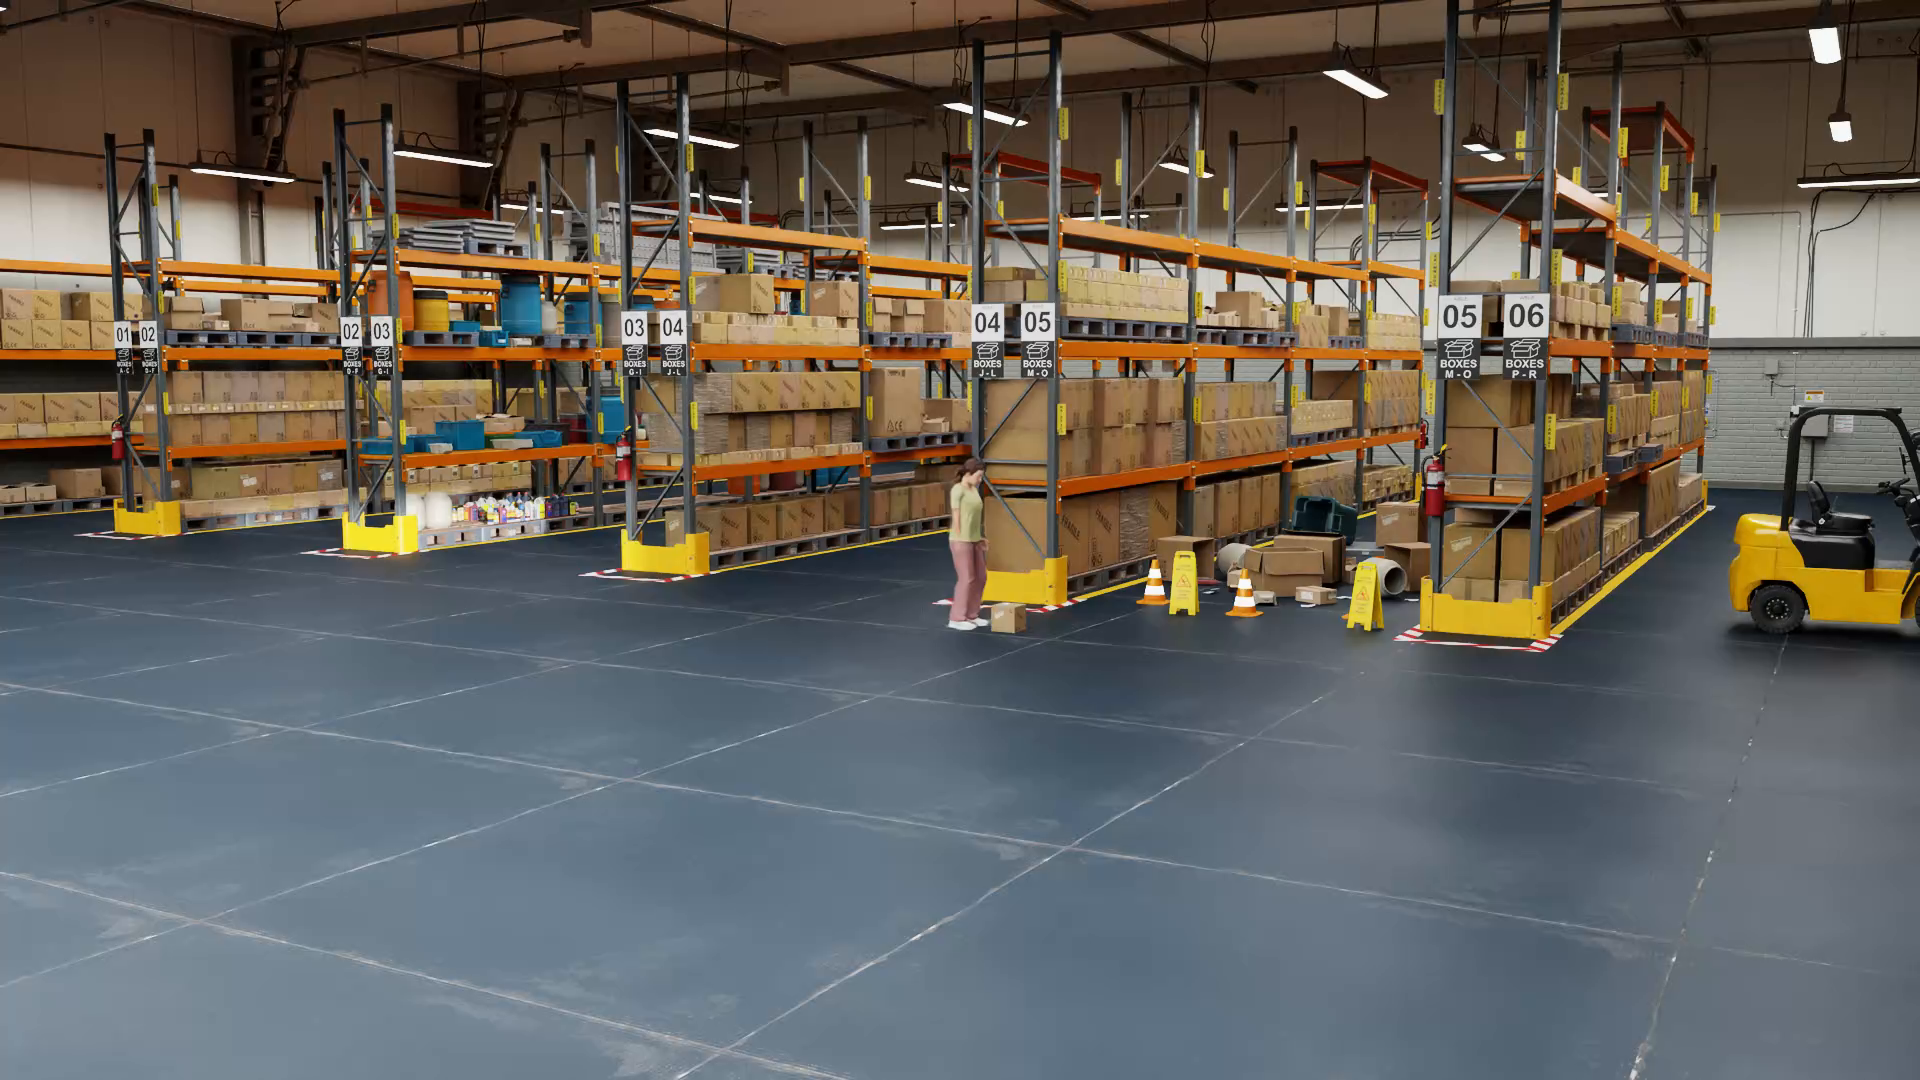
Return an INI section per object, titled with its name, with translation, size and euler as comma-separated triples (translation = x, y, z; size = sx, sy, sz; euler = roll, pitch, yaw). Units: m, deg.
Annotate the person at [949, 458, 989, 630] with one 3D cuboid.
[person]
translation = 0.079, 0.028, 16.204
size = 0.351, 1.659, 0.458
euler = 3, 7, 30
